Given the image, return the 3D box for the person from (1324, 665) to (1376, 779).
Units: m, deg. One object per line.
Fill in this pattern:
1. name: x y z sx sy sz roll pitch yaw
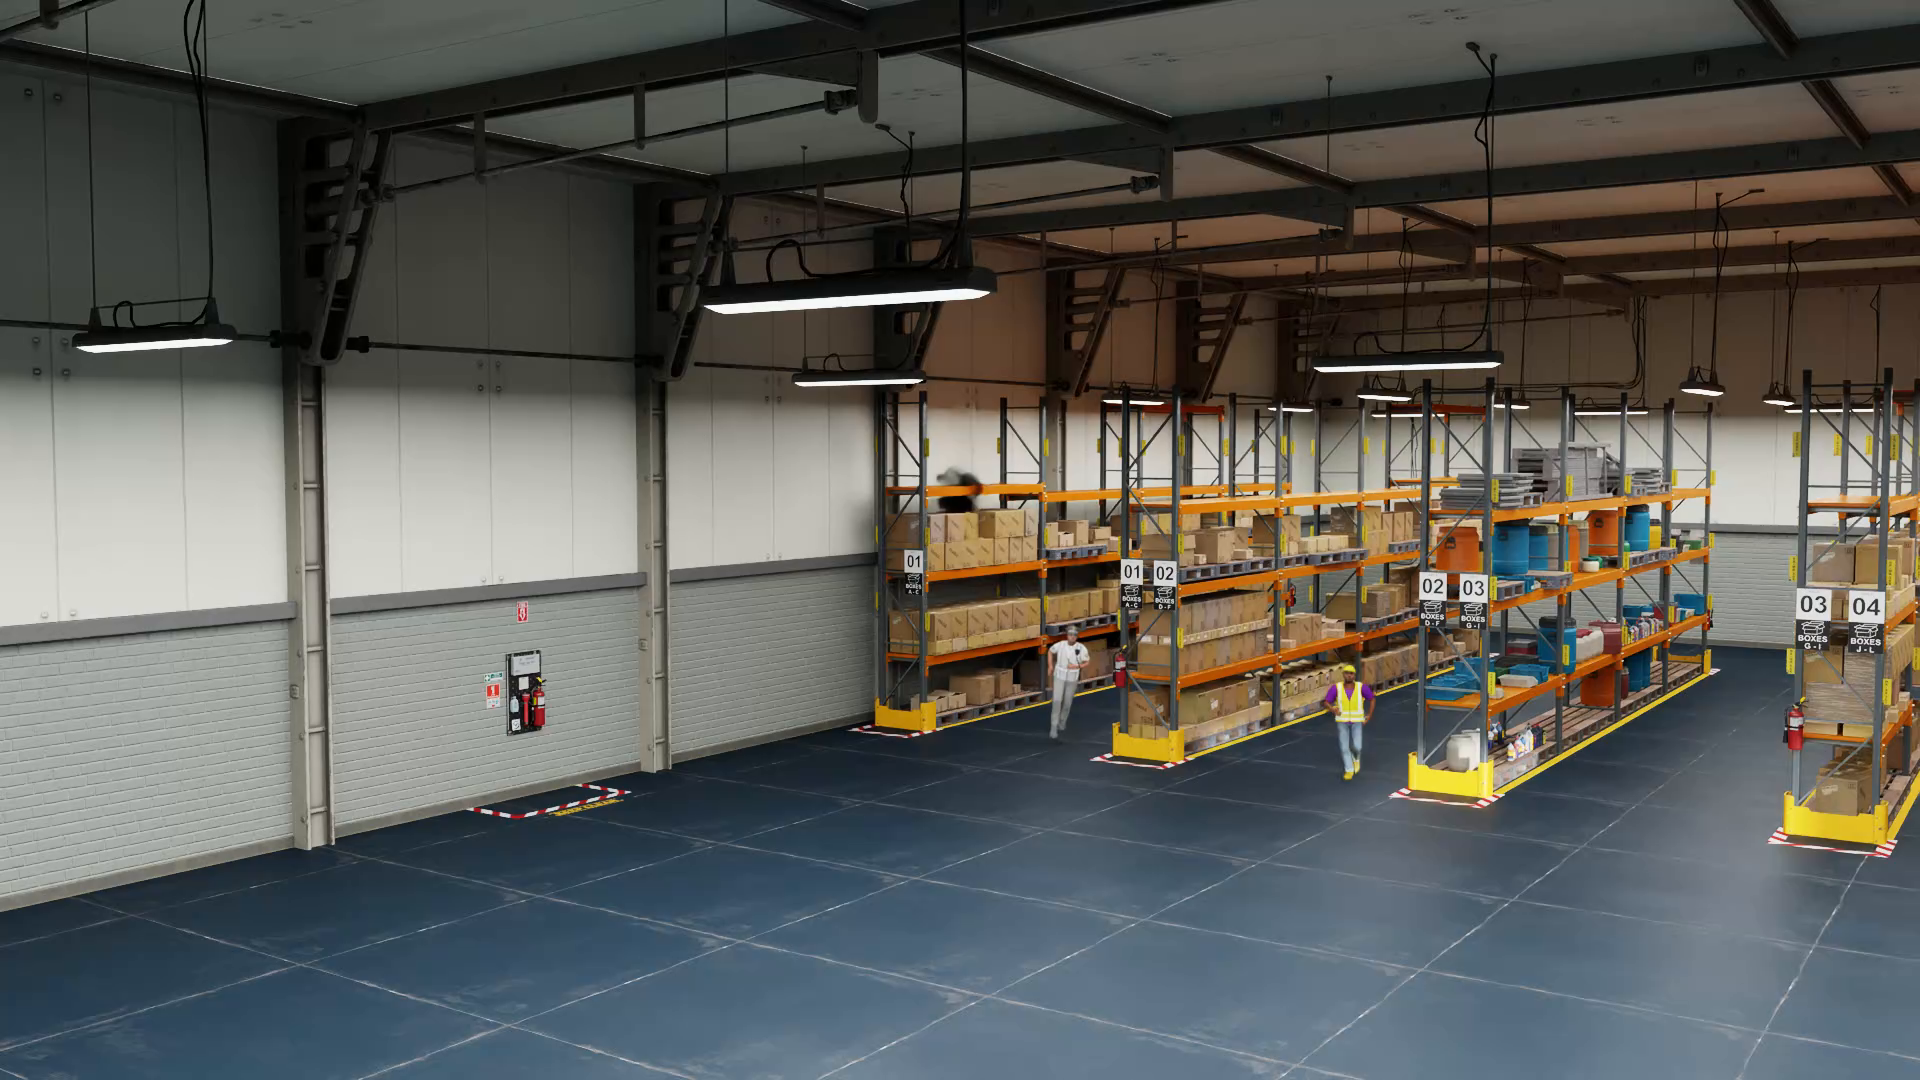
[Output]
1. person: 5.865 2.741 25.047 0.767 1.720 0.526 1 3 13

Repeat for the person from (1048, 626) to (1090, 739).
1. person: 1.808 2.332 27.678 0.691 1.823 0.874 0 3 1
